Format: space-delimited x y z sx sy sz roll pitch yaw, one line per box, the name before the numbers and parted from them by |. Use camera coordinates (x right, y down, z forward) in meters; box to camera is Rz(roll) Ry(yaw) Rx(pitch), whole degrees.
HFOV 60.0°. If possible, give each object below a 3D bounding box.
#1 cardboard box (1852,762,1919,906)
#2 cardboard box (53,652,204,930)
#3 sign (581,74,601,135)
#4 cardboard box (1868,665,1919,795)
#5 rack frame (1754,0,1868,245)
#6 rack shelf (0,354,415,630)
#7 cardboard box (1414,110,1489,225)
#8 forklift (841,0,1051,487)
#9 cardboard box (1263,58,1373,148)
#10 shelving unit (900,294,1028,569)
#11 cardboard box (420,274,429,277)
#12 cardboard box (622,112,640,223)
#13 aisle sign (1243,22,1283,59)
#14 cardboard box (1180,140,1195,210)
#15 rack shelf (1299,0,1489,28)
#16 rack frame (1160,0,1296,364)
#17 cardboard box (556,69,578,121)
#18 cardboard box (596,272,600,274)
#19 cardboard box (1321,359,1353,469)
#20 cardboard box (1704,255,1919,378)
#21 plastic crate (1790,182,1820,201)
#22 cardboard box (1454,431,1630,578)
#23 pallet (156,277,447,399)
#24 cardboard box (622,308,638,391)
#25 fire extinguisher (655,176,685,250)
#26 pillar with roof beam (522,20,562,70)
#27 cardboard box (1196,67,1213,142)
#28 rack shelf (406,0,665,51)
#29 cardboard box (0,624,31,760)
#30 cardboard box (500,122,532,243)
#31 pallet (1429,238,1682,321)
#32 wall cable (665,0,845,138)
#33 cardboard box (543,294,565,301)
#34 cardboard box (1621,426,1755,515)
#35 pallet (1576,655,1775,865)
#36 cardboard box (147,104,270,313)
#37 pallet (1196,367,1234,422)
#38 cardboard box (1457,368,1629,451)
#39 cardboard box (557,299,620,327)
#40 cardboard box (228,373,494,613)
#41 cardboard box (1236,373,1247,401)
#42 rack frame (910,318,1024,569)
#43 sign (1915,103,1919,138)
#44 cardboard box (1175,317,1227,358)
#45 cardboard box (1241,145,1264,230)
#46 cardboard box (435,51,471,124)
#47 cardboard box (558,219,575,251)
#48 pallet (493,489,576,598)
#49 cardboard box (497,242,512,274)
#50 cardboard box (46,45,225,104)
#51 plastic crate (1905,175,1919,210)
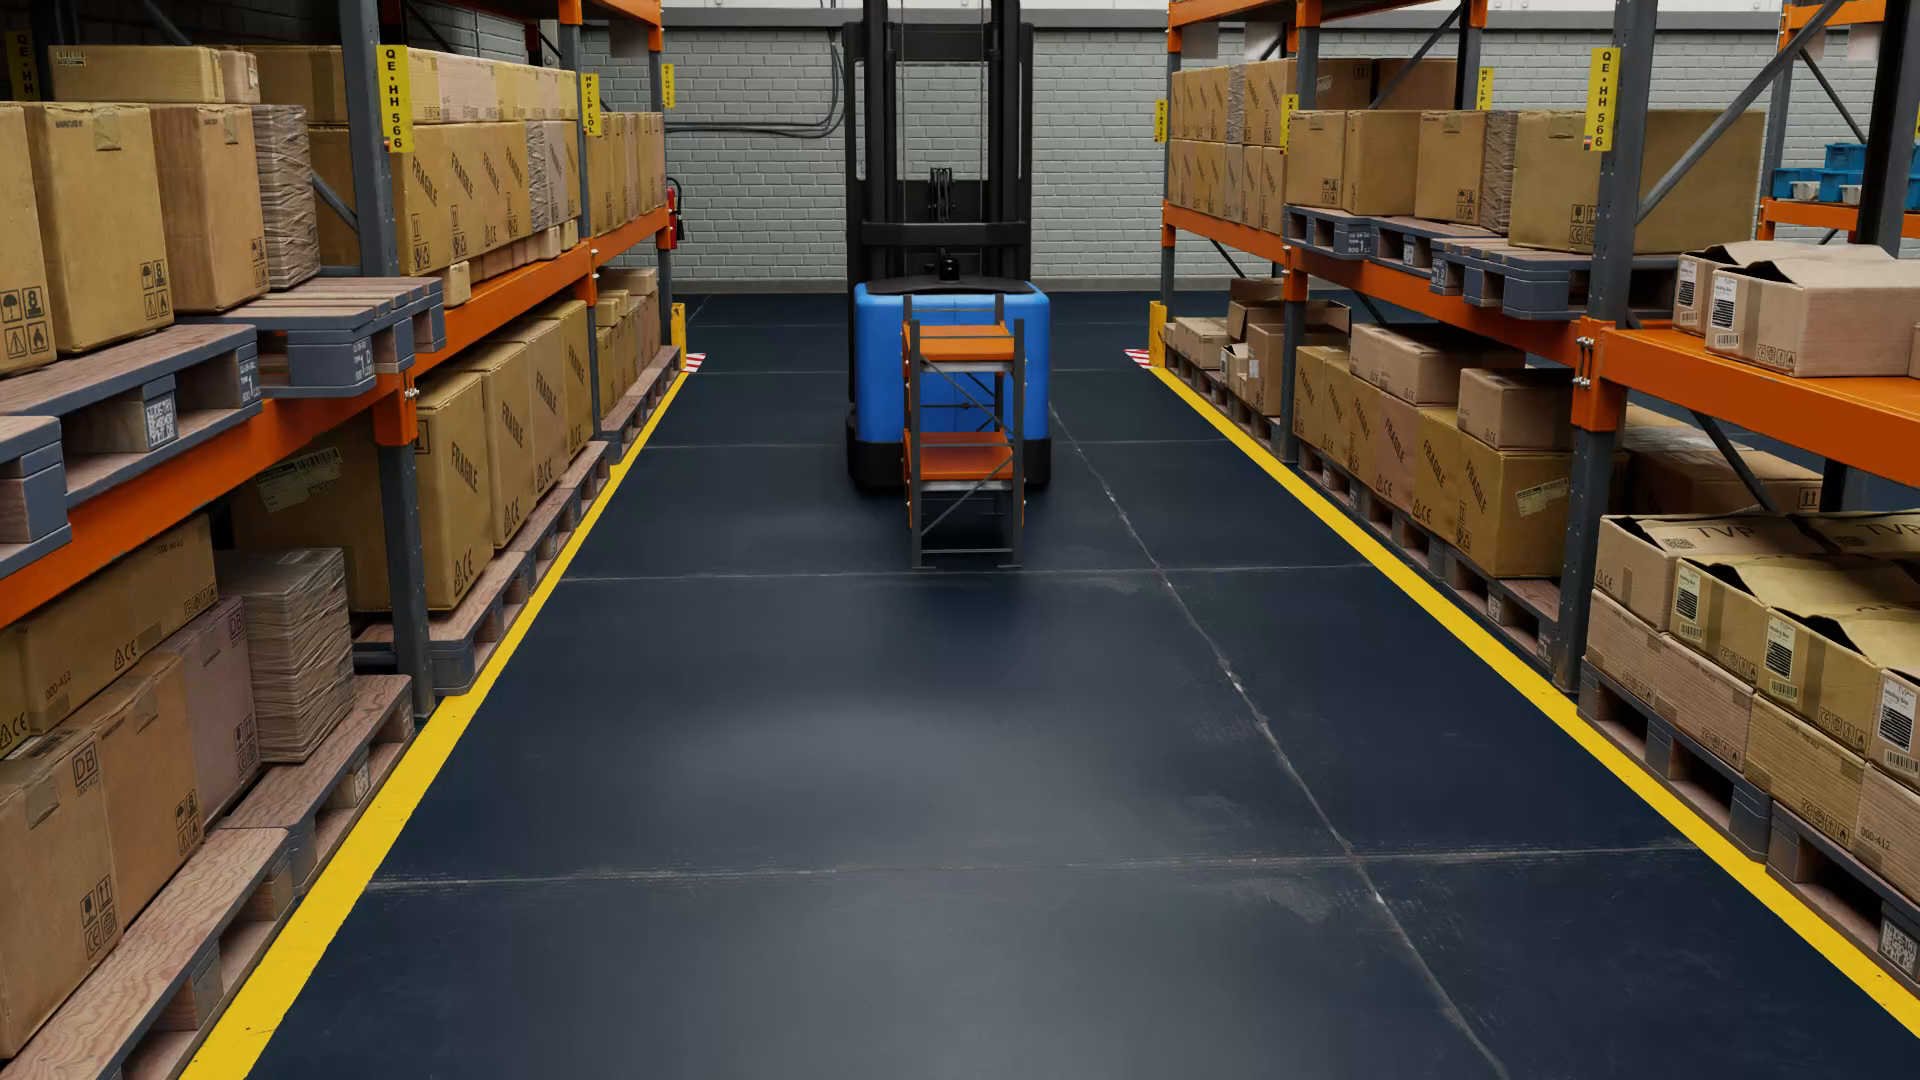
cardboard box | 2.476 0.722 3.876 0.500 0.250 0.500 -1 14 -2
cardboard box | -2.237 0.583 3.873 0.700 0.500 0.500 -1 14 -4
sign | -2.016 -2.374 9.067 0.100 0.325 0.005 -1 14 -3
cardboard box | 2.477 0.454 3.793 0.500 0.311 0.500 -1 14 -4
rack frame | 7.083 -2.988 13.620 1.000 3.000 0.127 -1 14 -3
rack shelf | -2.185 0.000 3.449 1.077 0.370 4.000 -1 14 -3
cardboard box | 2.558 -1.731 7.691 0.700 0.500 0.500 -5 15 -18
forklift | -0.145 -2.018 9.987 1.130 2.935 3.031 -1 14 -4
cardboard box | 2.097 -2.572 9.796 0.500 0.500 0.500 -1 14 -3
shelving unit | 0.000 -0.546 7.893 0.538 1.125 1.048 -1 14 -3
cardboard box | -2.105 -0.882 5.898 0.380 0.149 0.250 -1 14 -3
cardboard box | -2.669 -2.483 11.056 0.980 0.700 0.700 -2 15 -6
aisle sign | 2.441 -4.193 13.087 0.394 0.787 0.004 -1 14 -3
cardboard box | 1.941 -2.718 12.371 0.500 0.500 0.500 -1 14 -4
rack shelf | 2.511 -2.525 7.243 1.077 0.370 4.000 -1 14 -3
rack frame | 2.139 -2.913 13.326 1.000 3.000 0.127 -1 14 -3
cardboard box | -2.273 -2.293 8.578 0.500 0.250 0.500 -1 14 -2
cardboard box | -2.837 -1.872 12.153 0.380 0.149 0.250 -1 14 -3
cardboard box | 2.218 -0.664 8.720 0.500 0.500 0.500 -1 14 -3
cardboard box | 2.497 -0.654 4.729 0.500 0.311 0.500 -1 14 -4
plastic crate | 6.707 -2.742 13.072 0.250 0.136 0.298 -1 14 -3
cardboard box | 2.343 -0.154 6.740 0.500 0.500 0.500 0 14 -1
pallet | -2.159 -0.577 4.634 1.213 0.211 1.003 -1 14 -3
cardboard box | -2.558 -1.273 11.129 0.700 0.500 0.500 -1 14 -2
fire extinguisher | -2.353 -2.662 13.255 0.296 0.674 0.183 -1 14 -3
pillar with roof beam | 0.461 -6.465 15.094 9.100 9.000 0.400 -1 14 -3
cardboard box | 1.970 -3.076 11.756 0.500 0.500 0.500 -1 14 -3
rack shelf | -2.681 -3.442 10.808 1.077 0.370 4.000 -1 14 -3
cardboard box | -2.190 0.362 3.228 0.500 0.250 0.500 -1 14 -5
cardboard box | -2.177 -1.556 7.215 0.500 0.500 0.500 0 14 -2
pallet | 2.523 -0.997 6.269 1.213 0.211 1.003 -1 14 -3
wall cable | -2.798 -5.649 18.153 3.097 2.526 0.112 -1 14 -3
cardboard box | -2.742 -1.492 10.678 0.380 0.149 0.250 -1 14 -5
cardboard box | 2.854 -0.173 6.813 0.500 0.500 0.500 -1 14 -5
pallet | 2.647 0.633 5.143 1.003 0.211 1.213 -1 14 -3
cardboard box | -2.208 -0.852 4.233 0.700 0.500 0.500 -2 15 -9
pallet | 2.267 -1.042 11.653 1.003 0.211 1.213 -1 14 -3
cardboard box | 2.335 -0.532 6.701 0.500 0.250 0.500 0 14 -1
cardboard box | -2.340 -1.423 10.409 0.380 0.149 0.250 0 14 -2
cardboard box | -2.224 -0.193 6.227 0.750 0.750 0.750 -1 14 -4
cardboard box | 1.986 -0.980 10.653 0.380 0.149 0.250 -1 14 -3
rack frame | 0.031 -0.420 7.401 0.500 1.125 0.032 -1 14 -3
sign | 3.189 -1.493 5.486 0.100 0.325 0.005 -1 14 -3
cardboard box | 1.921 -1.530 12.588 0.500 0.250 0.500 -1 14 -3
cardboard box | 2.067 -2.215 10.414 0.500 0.500 0.500 0 14 -2
cardboard box | -2.114 -1.661 6.121 0.500 0.250 0.500 -1 14 -4
cardboard box | -2.214 -1.586 8.636 0.380 0.149 0.250 -1 14 -2
pallet | -2.355 0.005 7.583 1.003 0.211 1.213 -1 14 -3
cardboard box | -2.213 -1.266 7.390 0.380 0.149 0.250 0 14 -2
cardboard box | -2.223 -1.256 4.503 0.380 0.149 0.250 -3 15 -13
plastic crate | 6.870 -2.467 11.812 0.416 0.233 0.300 -1 14 -3
